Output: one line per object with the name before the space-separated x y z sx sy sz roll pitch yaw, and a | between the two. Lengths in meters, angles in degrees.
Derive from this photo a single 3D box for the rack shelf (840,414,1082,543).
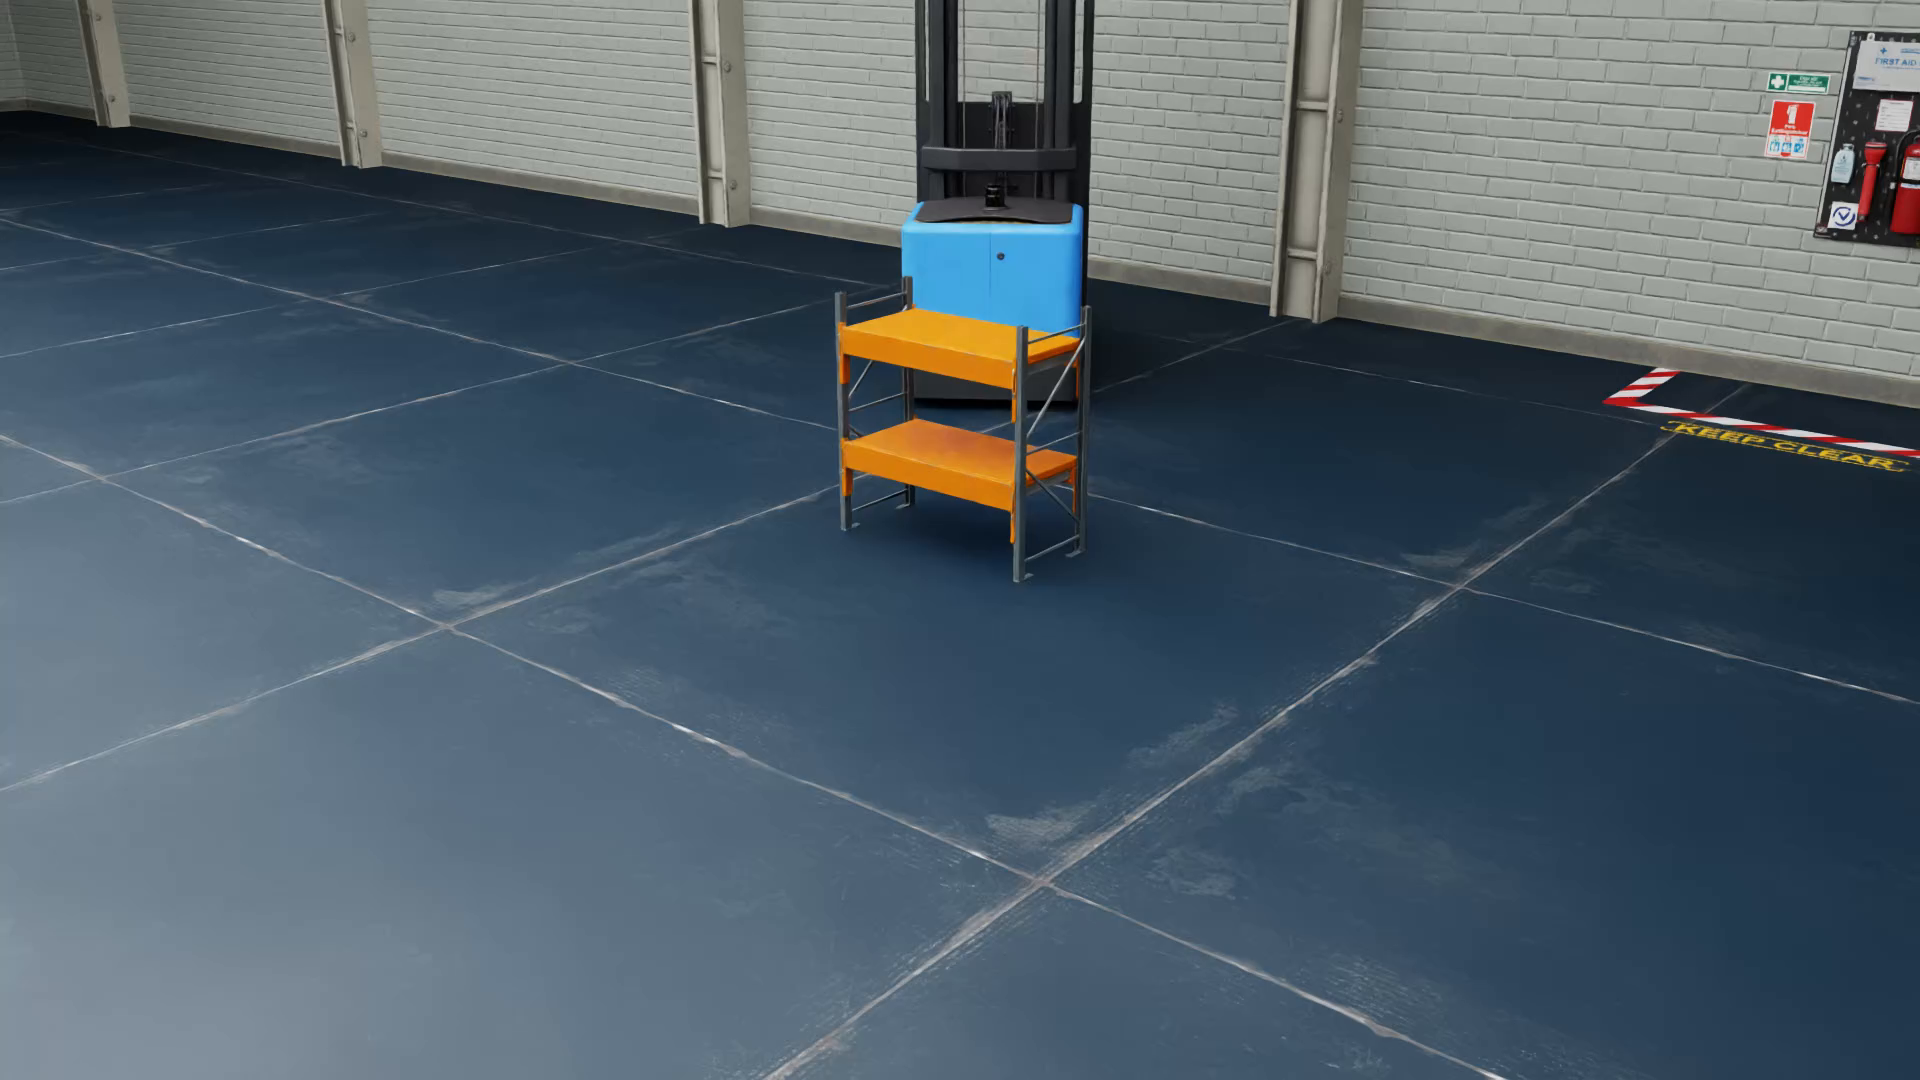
rack shelf | 0.005 -0.296 7.552 1.000 0.278 0.538 16 26 36

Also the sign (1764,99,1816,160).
sign | 4.863 -2.406 9.746 0.234 0.329 0.001 16 26 36

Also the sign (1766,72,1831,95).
sign | 4.861 -2.650 9.644 0.331 0.109 0.001 16 26 36

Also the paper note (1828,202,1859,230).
paper note | 5.133 -1.884 9.661 0.142 0.148 0.016 16 26 36

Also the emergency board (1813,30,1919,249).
emergency board | 5.226 -2.238 9.351 0.643 1.169 0.194 16 26 36

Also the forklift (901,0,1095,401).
forklift | 0.291 -2.648 10.537 1.130 2.935 3.031 2 21 4

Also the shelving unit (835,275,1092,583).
shelving unit | 0.005 -0.525 7.466 1.048 1.125 0.538 16 26 36

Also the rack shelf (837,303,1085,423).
rack shelf | 0.005 -0.799 7.362 1.000 0.278 0.538 16 26 36

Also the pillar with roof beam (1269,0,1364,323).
pillar with roof beam | -0.254 -4.645 7.232 0.400 9.000 9.100 16 26 36

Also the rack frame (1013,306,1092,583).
rack frame | 0.399 -0.411 7.165 0.032 1.125 0.500 16 26 36

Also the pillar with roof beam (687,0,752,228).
pillar with roof beam | -4.902 -5.983 10.781 0.400 9.000 9.100 16 26 36

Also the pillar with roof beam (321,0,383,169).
pillar with roof beam | -9.550 -7.322 14.331 0.400 9.000 9.100 16 26 36

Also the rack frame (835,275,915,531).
rack frame | -0.389 -0.638 7.766 0.032 1.125 0.500 16 26 36

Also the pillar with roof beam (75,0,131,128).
pillar with roof beam | -14.199 -8.661 17.881 0.400 9.000 9.100 16 26 36
